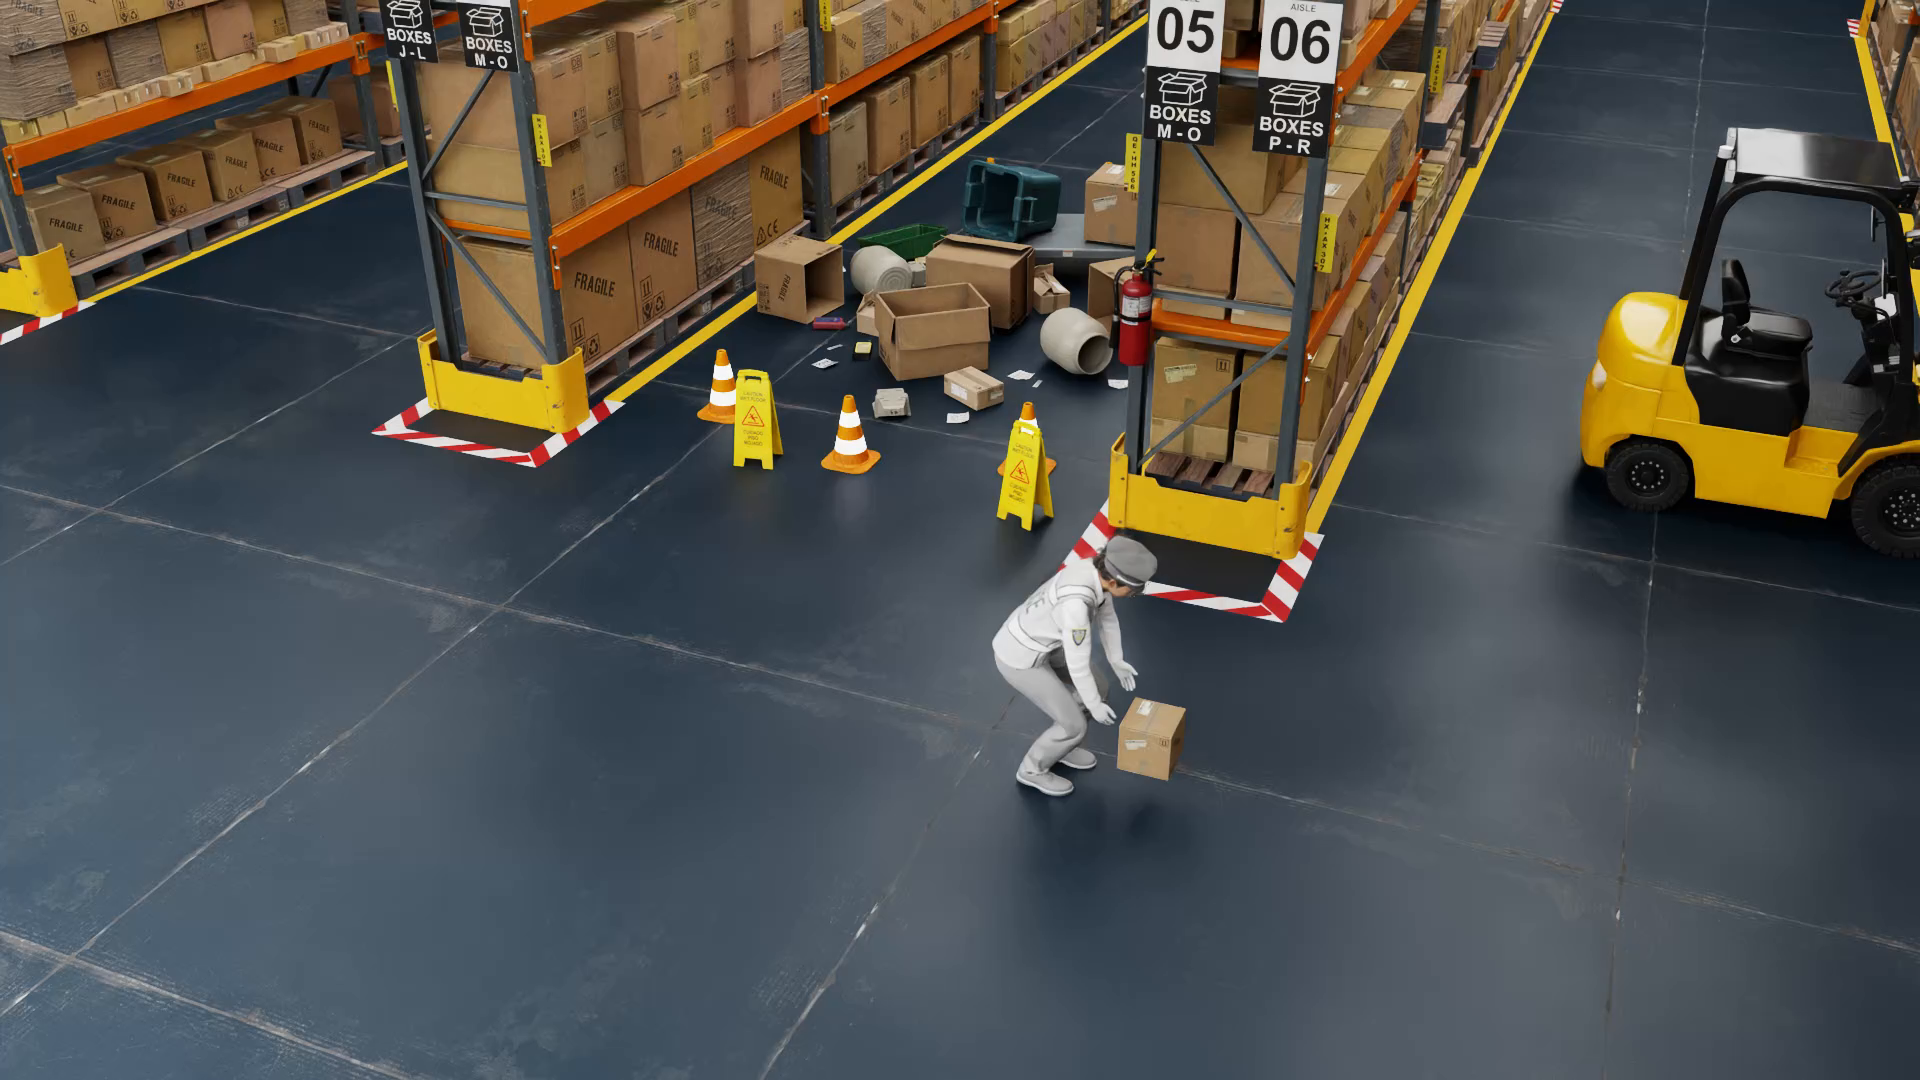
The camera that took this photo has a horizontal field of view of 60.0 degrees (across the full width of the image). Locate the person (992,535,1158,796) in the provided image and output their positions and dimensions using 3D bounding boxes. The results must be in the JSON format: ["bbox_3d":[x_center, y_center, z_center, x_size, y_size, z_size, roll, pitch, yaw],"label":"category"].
[{"bbox_3d":[0.532,0.555,7.774,0.736,1.322,0.534,12,32,19],"label":"person"}]
